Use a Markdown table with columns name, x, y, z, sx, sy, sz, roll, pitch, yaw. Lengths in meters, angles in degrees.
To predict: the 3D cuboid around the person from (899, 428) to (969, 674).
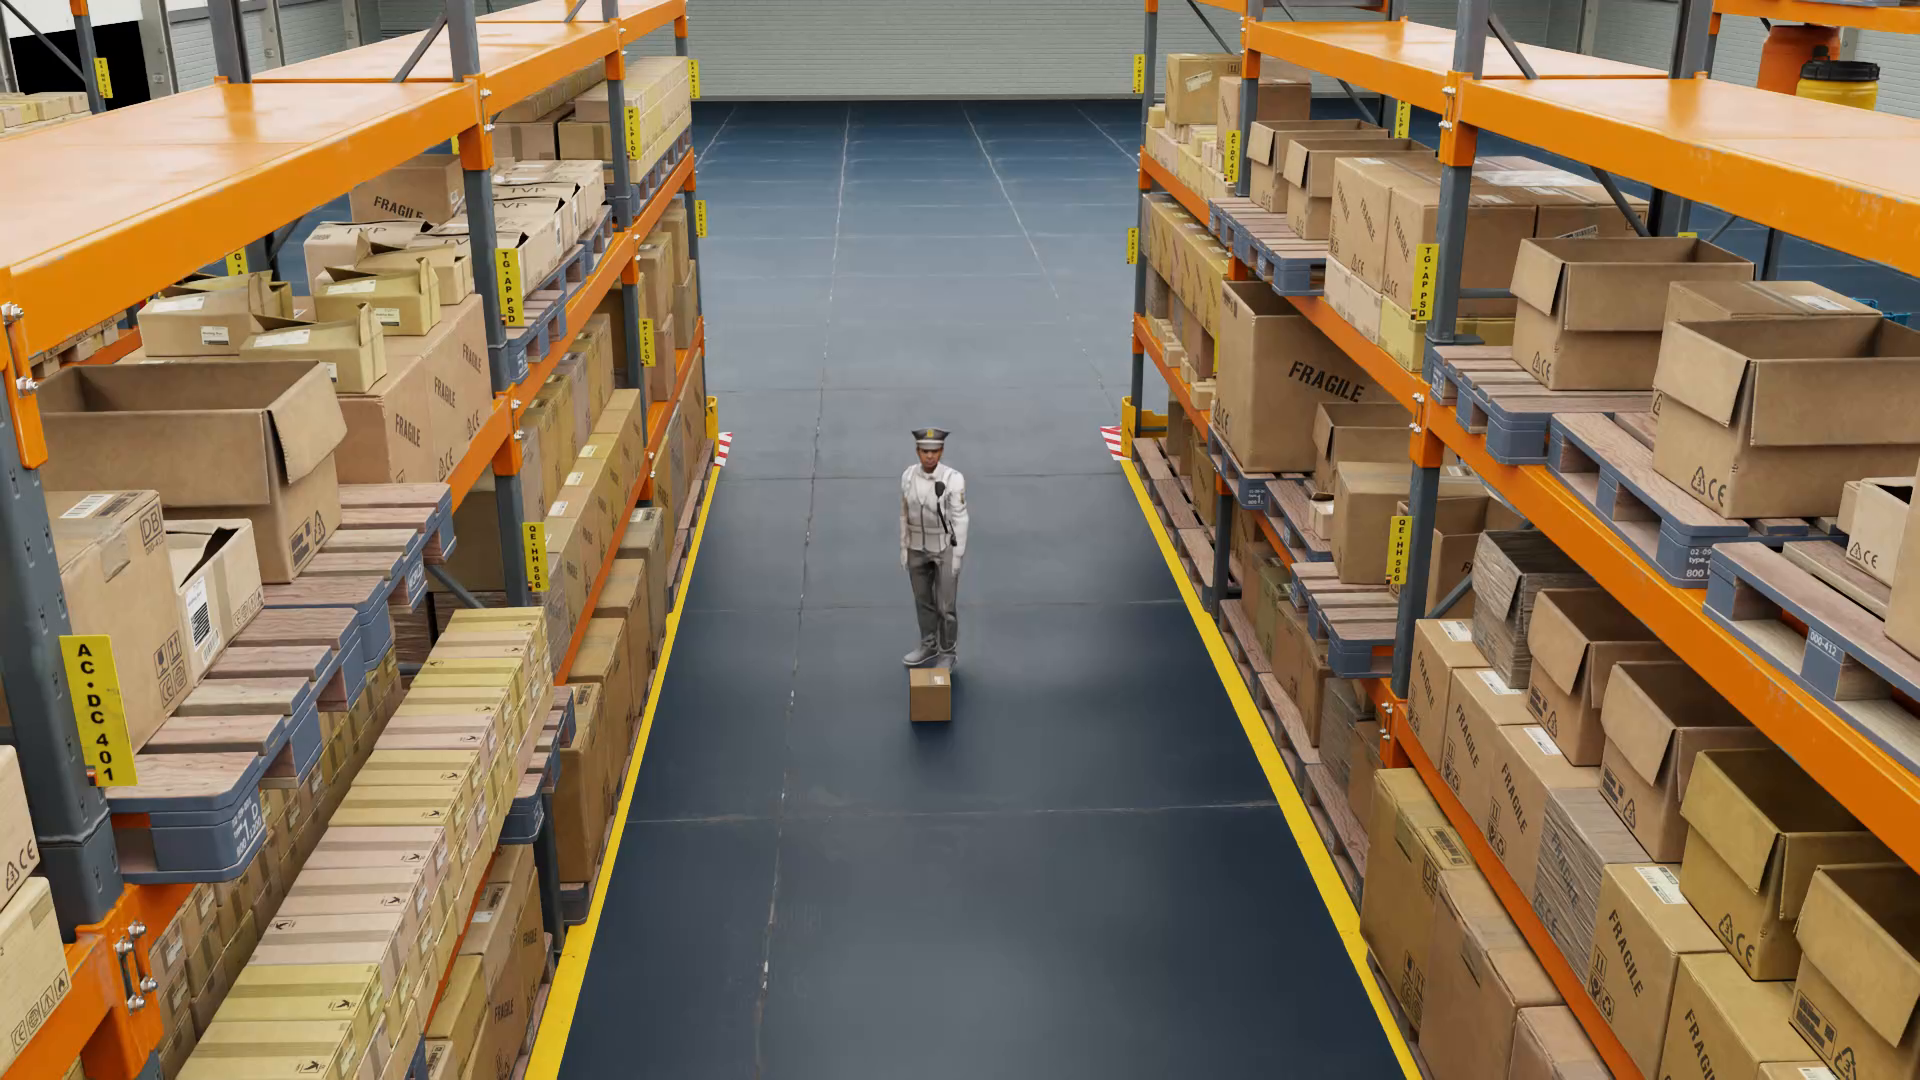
| name | x | y | z | sx | sy | sz | roll | pitch | yaw |
| --- | --- | --- | --- | --- | --- | --- | --- | --- | --- |
| person | -0.176 | 0.065 | 10.825 | 0.487 | 1.702 | 0.369 | 9 | 22 | 23 |
